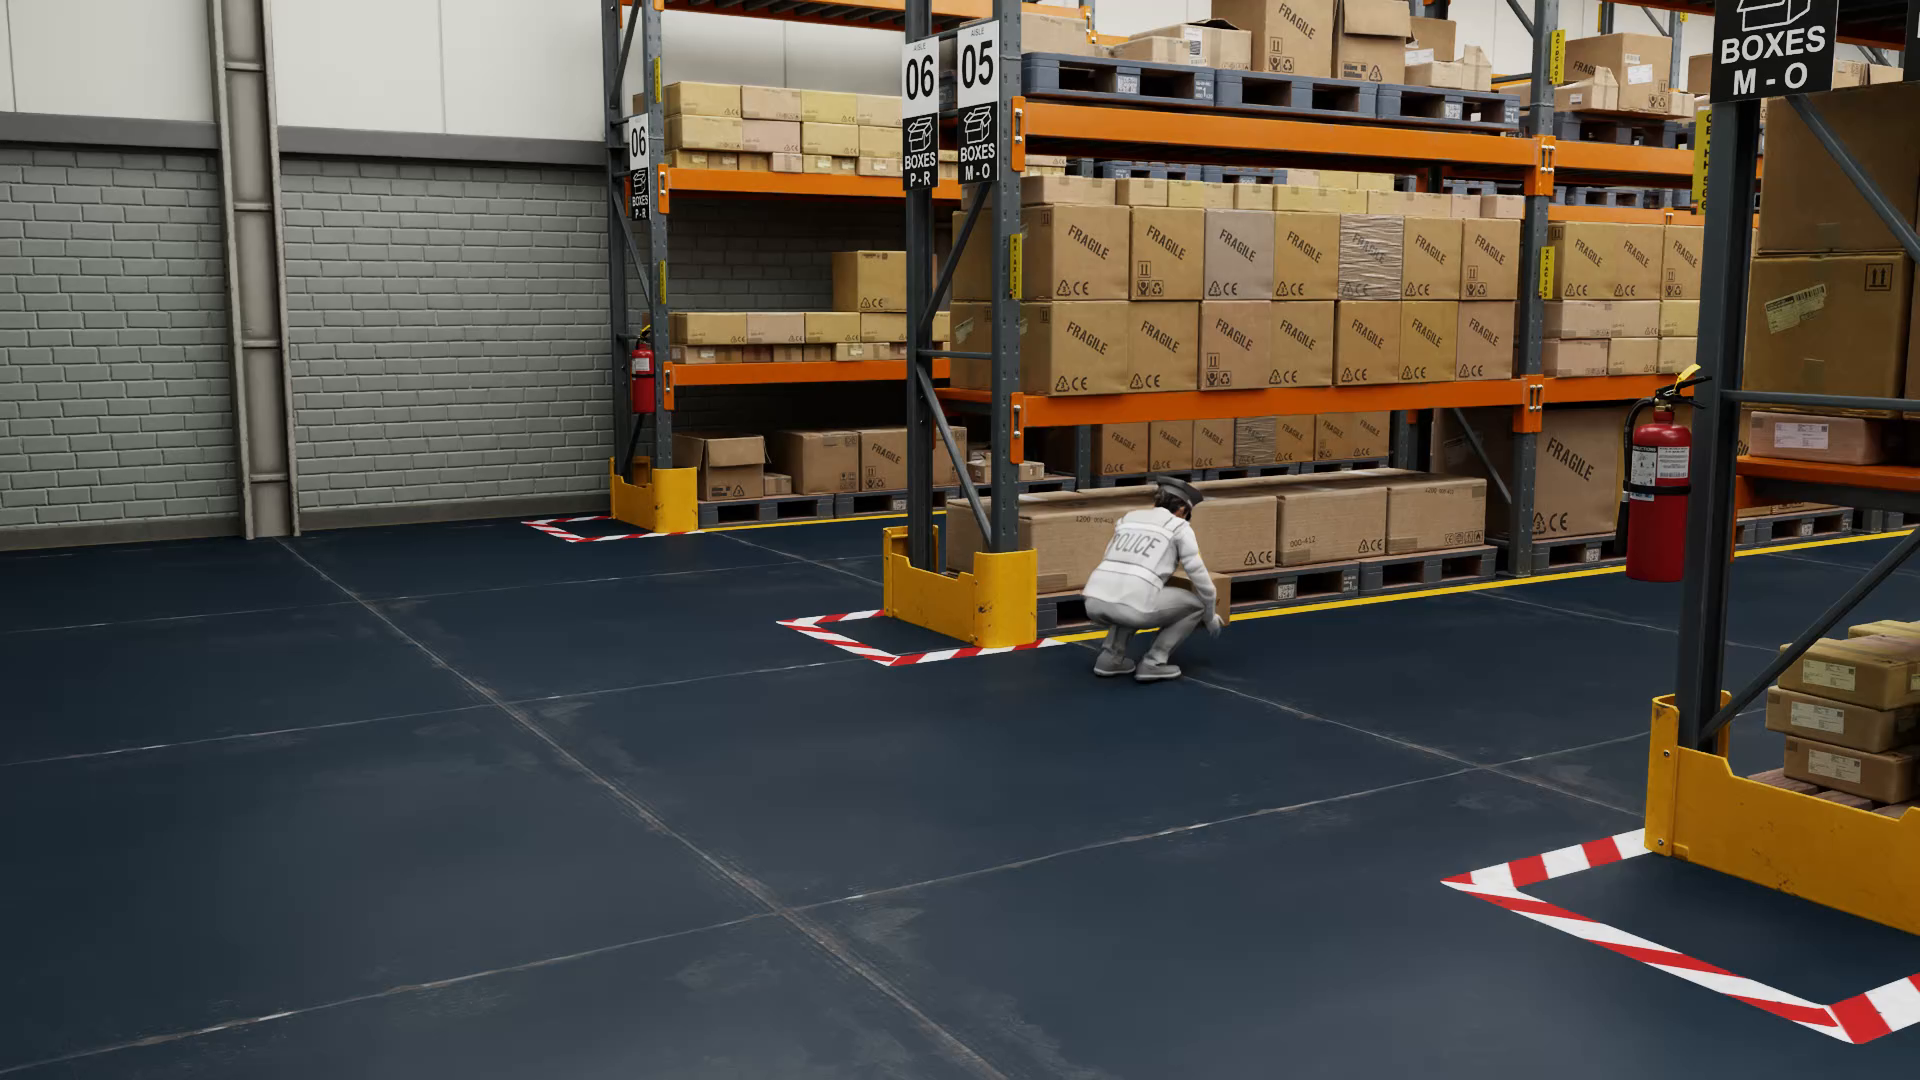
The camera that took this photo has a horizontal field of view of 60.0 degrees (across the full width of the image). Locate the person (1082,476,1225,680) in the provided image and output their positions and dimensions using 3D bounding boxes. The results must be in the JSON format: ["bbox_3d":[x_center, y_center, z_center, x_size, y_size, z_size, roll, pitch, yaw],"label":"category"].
[{"bbox_3d":[0.956,0.185,8.065,0.837,0.959,0.515,-8,11,-44],"label":"person"}]
